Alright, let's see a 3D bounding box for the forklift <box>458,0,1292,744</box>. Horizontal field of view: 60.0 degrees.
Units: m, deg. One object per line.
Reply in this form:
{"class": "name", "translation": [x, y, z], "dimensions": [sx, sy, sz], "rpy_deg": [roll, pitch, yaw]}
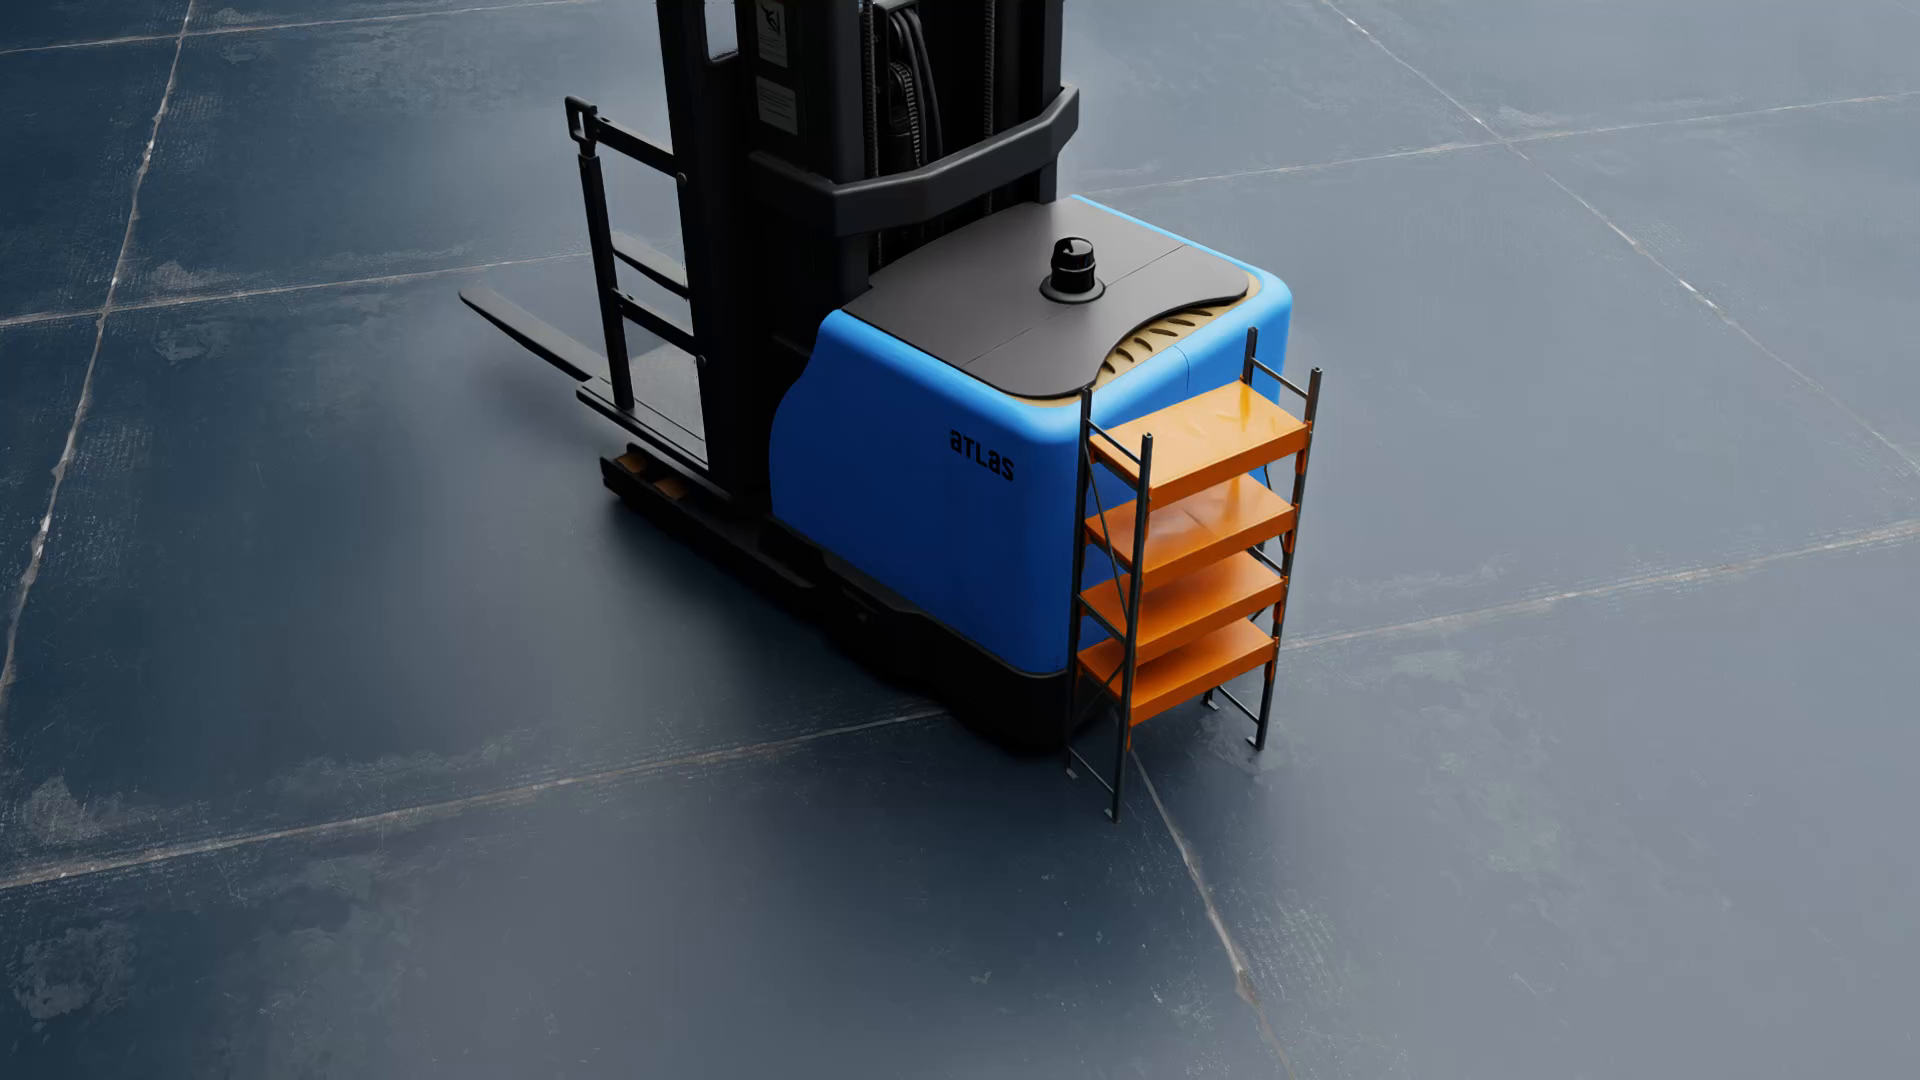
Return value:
{"class": "forklift", "translation": [-0.515, -1.404, 4.673], "dimensions": [3.031, 2.935, 1.130], "rpy_deg": [30, 47, 33]}

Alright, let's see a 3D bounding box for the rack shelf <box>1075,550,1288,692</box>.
{"class": "rack shelf", "translation": [0.548, 0.167, 4.155], "dimensions": [0.480, 0.148, 0.258], "rpy_deg": [-22, 42, -26]}

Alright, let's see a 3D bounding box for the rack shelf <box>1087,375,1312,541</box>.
{"class": "rack shelf", "translation": [0.548, -0.199, 3.876], "dimensions": [0.480, 0.148, 0.258], "rpy_deg": [-22, 42, -26]}

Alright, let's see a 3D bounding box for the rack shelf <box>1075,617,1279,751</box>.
{"class": "rack shelf", "translation": [0.548, 0.324, 4.276], "dimensions": [0.480, 0.148, 0.258], "rpy_deg": [-22, 42, -26]}

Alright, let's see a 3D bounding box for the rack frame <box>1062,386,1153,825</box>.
{"class": "rack frame", "translation": [0.344, 0.194, 4.008], "dimensions": [0.015, 1.200, 0.240], "rpy_deg": [-22, 42, -26]}

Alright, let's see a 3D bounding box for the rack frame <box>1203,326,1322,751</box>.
{"class": "rack frame", "translation": [0.753, 0.032, 4.220], "dimensions": [0.015, 1.200, 0.240], "rpy_deg": [-22, 42, -26]}

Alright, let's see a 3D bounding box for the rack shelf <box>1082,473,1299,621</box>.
{"class": "rack shelf", "translation": [0.548, -0.011, 4.019], "dimensions": [0.480, 0.148, 0.258], "rpy_deg": [-22, 42, -26]}

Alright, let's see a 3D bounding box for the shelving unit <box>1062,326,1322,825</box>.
{"class": "shelving unit", "translation": [0.548, 0.113, 4.114], "dimensions": [0.503, 1.200, 0.258], "rpy_deg": [-22, 42, -26]}
